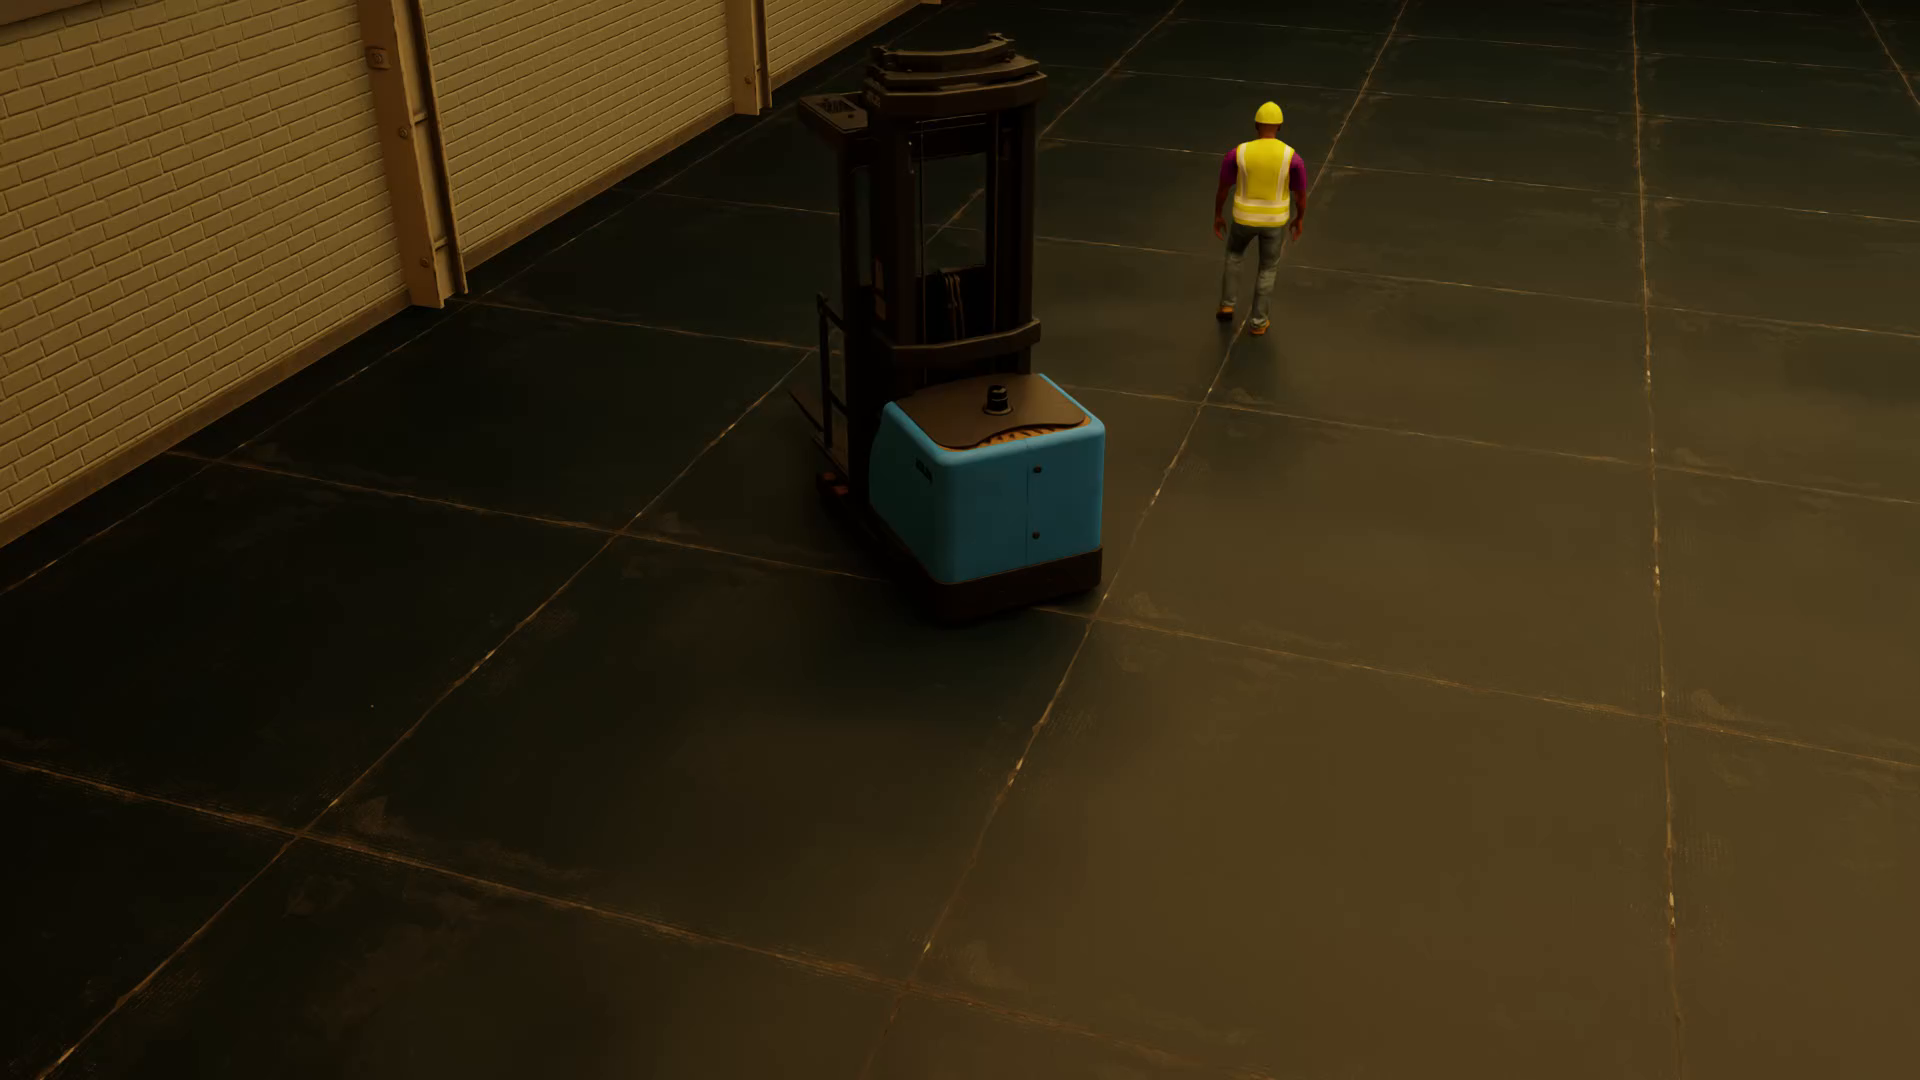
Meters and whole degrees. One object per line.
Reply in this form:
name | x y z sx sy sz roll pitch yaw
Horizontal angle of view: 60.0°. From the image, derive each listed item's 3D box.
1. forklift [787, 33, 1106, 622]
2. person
forklift | -0.261 -1.533 9.826 1.130 2.935 3.031 -13 32 -21
person | 2.283 -2.434 12.673 0.672 1.808 0.517 7 30 12
